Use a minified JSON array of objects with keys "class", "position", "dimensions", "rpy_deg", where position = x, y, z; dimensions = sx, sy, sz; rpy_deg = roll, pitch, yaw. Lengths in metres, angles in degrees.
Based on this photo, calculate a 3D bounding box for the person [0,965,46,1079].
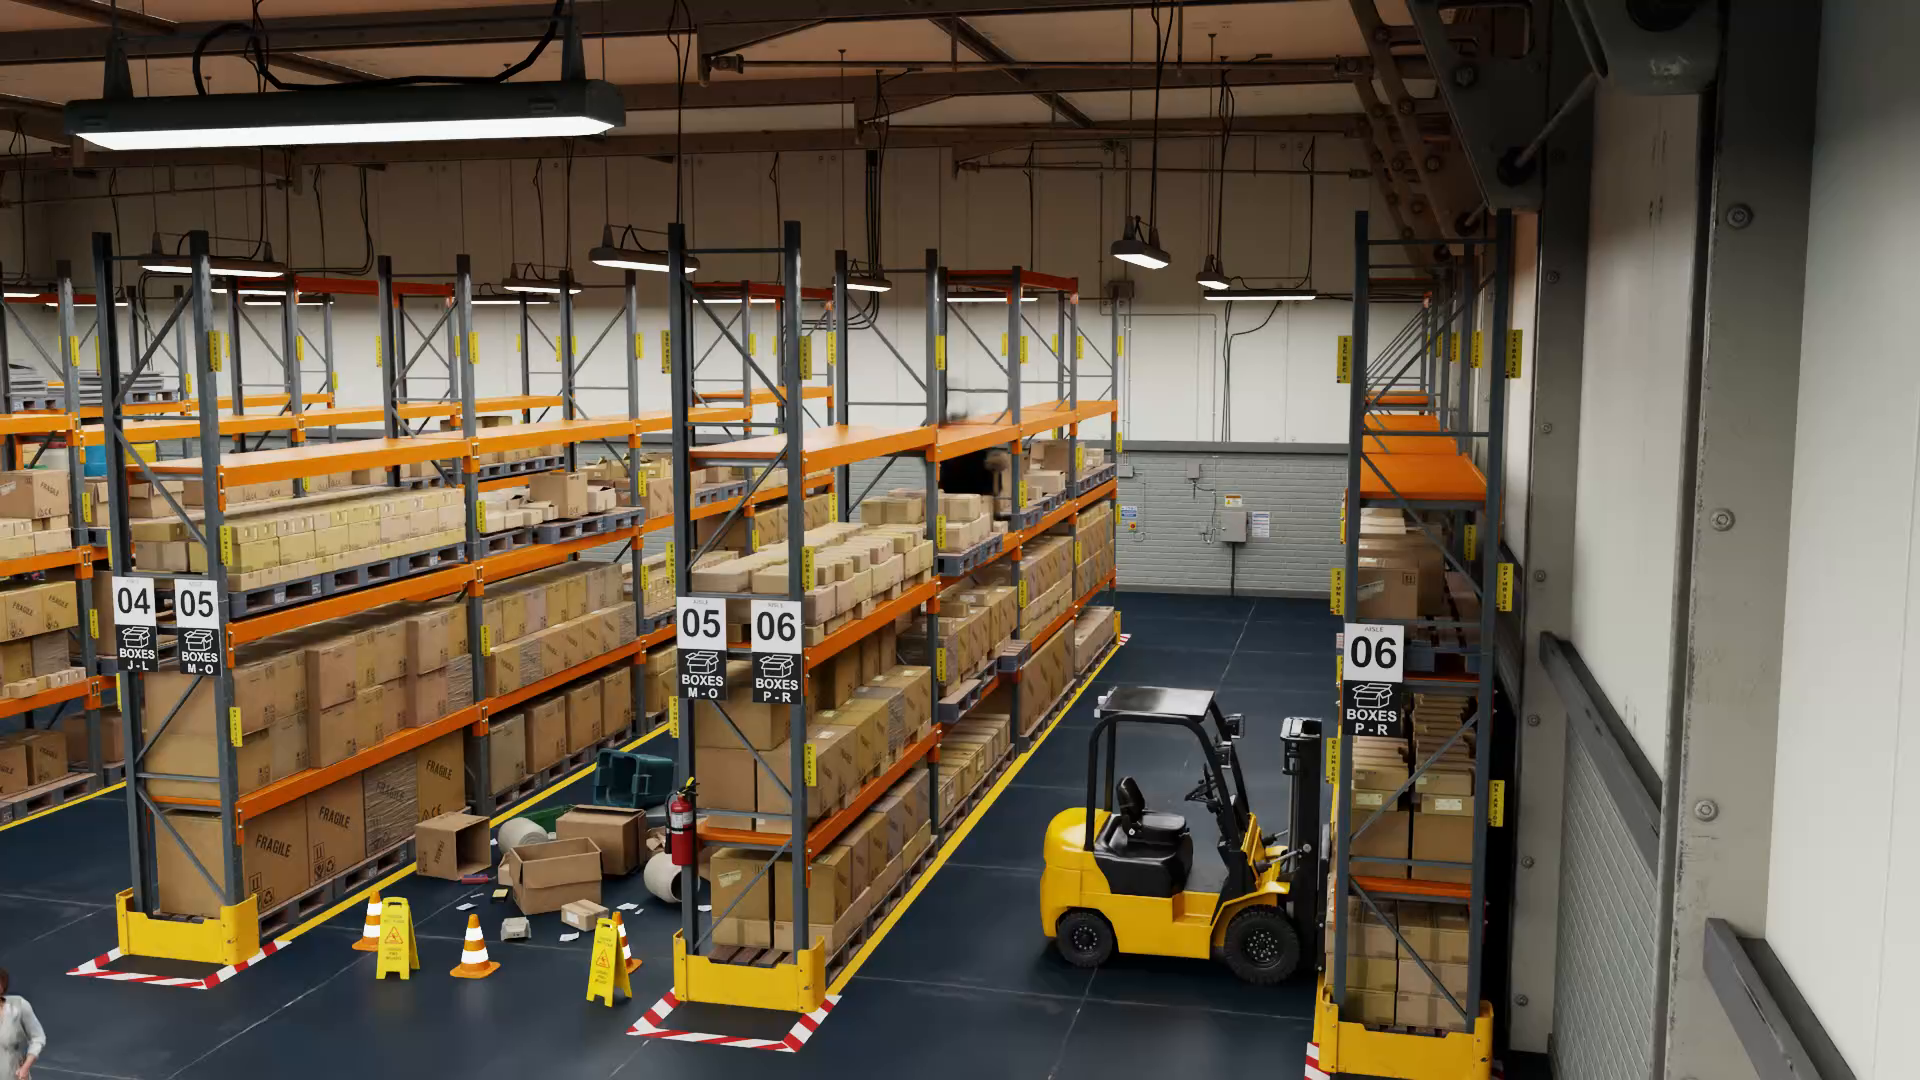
[{"class":"person","position":[-5.645,3.218,9.739],"dimensions":[0.538,1.549,0.608],"rpy_deg":[-4,8,-30]}]
